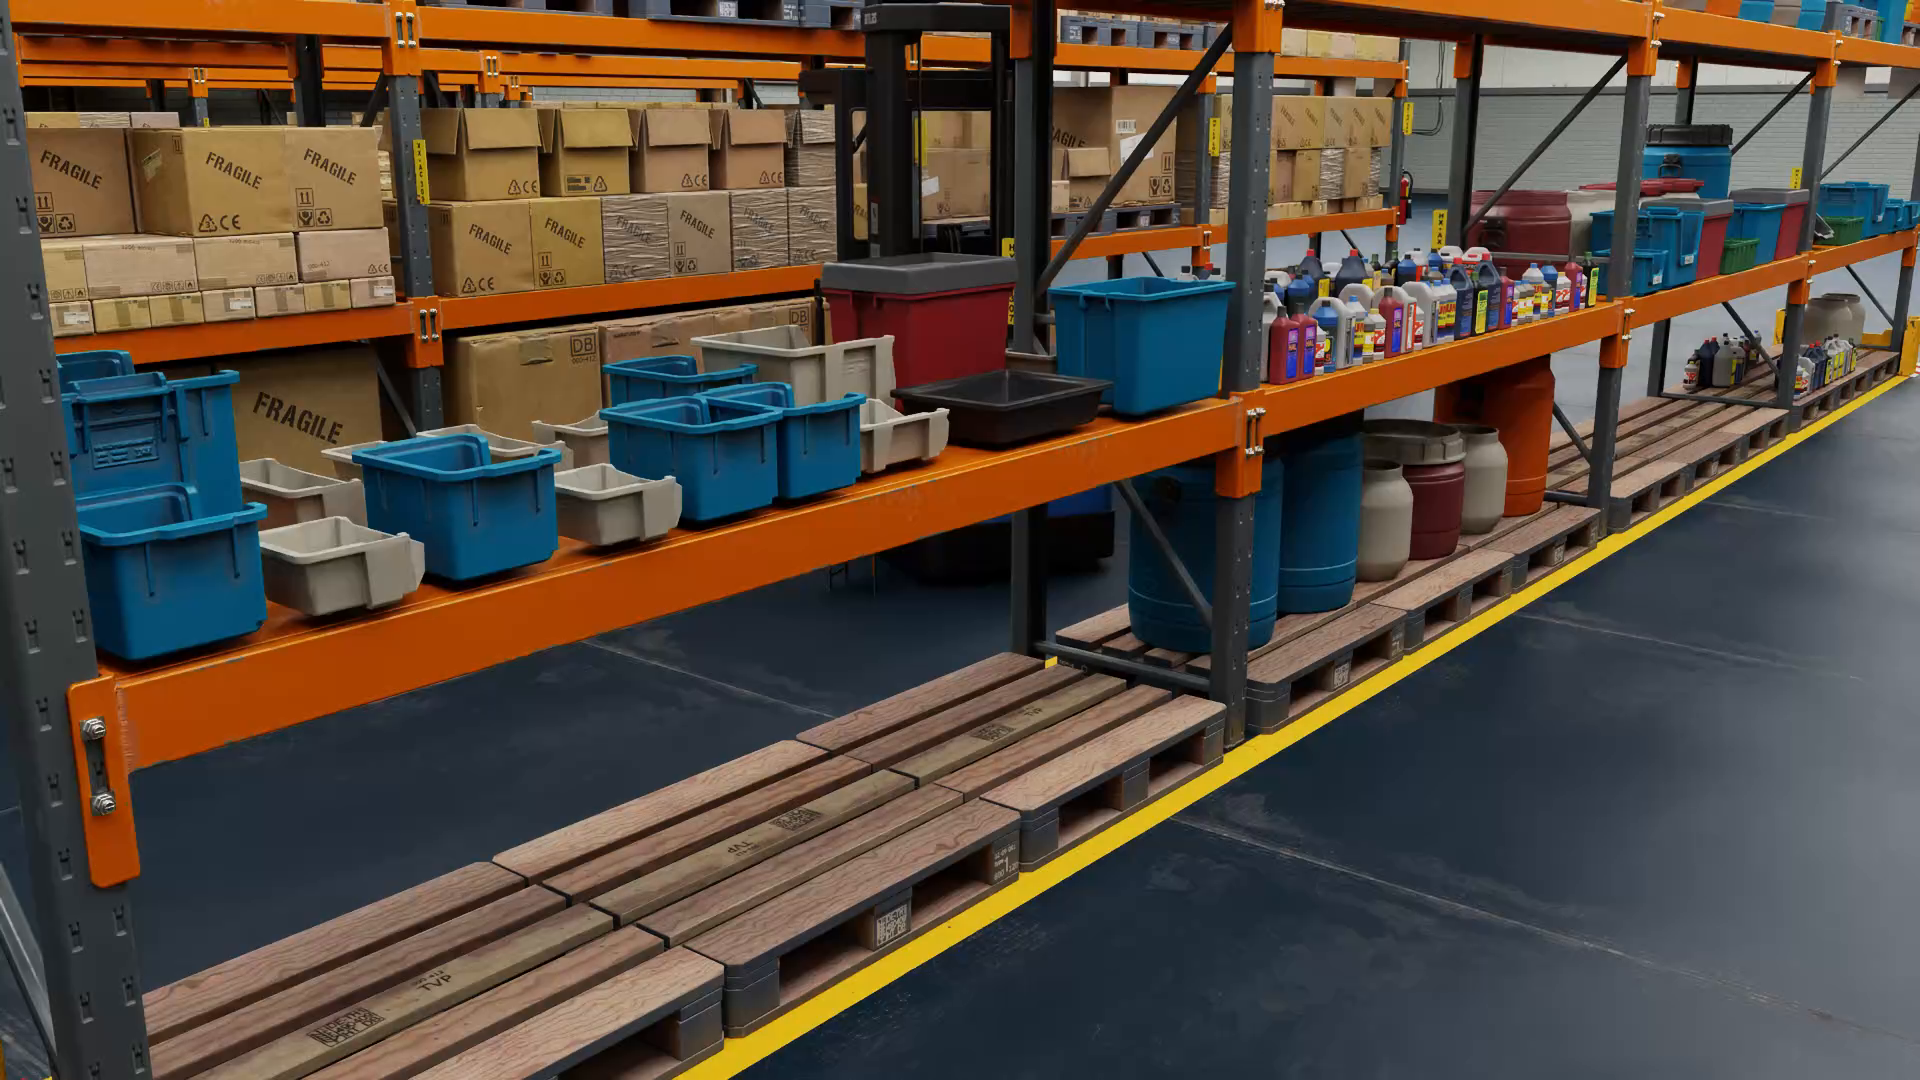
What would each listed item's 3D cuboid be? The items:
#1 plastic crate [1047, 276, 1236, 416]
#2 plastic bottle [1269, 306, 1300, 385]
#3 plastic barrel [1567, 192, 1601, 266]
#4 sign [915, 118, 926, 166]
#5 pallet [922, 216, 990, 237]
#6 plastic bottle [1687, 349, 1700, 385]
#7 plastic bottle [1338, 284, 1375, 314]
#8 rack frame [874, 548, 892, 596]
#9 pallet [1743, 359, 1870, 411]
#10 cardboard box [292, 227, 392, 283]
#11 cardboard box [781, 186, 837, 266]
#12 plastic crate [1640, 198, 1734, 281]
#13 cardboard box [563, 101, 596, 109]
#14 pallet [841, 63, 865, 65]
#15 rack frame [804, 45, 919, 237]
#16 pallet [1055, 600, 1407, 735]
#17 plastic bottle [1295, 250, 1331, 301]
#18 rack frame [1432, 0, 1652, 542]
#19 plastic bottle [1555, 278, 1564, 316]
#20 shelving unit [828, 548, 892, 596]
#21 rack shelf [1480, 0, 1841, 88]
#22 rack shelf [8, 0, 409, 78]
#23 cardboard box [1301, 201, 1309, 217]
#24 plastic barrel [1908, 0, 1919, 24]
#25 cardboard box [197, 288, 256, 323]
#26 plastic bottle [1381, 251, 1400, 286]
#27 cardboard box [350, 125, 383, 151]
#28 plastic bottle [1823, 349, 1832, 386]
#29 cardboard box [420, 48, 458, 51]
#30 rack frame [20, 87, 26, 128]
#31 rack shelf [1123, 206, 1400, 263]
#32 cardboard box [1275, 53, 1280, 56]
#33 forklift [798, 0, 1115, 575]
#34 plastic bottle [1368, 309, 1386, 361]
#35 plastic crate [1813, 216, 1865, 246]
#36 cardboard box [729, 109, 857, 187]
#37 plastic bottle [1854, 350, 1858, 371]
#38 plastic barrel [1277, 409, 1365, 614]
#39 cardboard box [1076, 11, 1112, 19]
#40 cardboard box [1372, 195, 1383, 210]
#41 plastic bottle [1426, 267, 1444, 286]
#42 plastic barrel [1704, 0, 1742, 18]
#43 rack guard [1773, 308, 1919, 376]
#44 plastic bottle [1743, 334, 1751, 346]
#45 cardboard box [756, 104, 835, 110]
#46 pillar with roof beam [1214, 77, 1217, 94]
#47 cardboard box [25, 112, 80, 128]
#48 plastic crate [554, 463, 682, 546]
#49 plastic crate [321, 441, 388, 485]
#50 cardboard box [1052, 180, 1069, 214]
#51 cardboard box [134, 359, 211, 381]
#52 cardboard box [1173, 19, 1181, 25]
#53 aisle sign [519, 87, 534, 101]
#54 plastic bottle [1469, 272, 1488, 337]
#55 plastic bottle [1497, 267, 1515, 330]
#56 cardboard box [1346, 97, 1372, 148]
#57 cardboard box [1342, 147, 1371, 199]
[{"bbox_3d":[0.599,-0.647,5.490,0.392,0.384,0.575,11,18,38],"label":"plastic crate"},{"bbox_3d":[1.190,-0.716,6.086,0.061,0.283,0.133,11,18,38],"label":"plastic bottle"},{"bbox_3d":[3.622,-1.819,9.962,0.421,0.512,0.421,0,14,0],"label":"plastic barrel"},{"bbox_3d":[-0.277,-2.777,11.610,0.100,0.325,0.005,11,18,38],"label":"sign"},{"bbox_3d":[-0.346,-2.361,12.714,1.213,0.211,1.003,11,18,38],"label":"pallet"},{"bbox_3d":[5.701,-1.340,12.930,0.061,0.283,0.133,12,19,40],"label":"plastic bottle"},{"bbox_3d":[1.678,-0.939,6.978,0.152,0.276,0.135,11,18,38],"label":"plastic bottle"},{"bbox_3d":[-0.376,-0.259,8.012,0.008,1.050,0.200,6,15,21],"label":"rack frame"},{"bbox_3d":[6.877,-1.306,13.834,1.003,0.211,1.213,11,18,38],"label":"pallet"},{"bbox_3d":[-3.298,-1.481,8.561,0.500,0.250,0.500,11,18,37],"label":"cardboard box"},{"bbox_3d":[-1.146,-2.122,11.180,0.500,0.500,0.500,11,18,37],"label":"cardboard box"},{"bbox_3d":[4.395,-1.827,10.095,0.402,0.464,0.583,11,18,38],"label":"plastic crate"},{"bbox_3d":[-5.122,-5.423,21.539,0.700,0.500,0.500,11,18,38],"label":"cardboard box"},{"bbox_3d":[-0.702,-5.652,19.368,1.003,0.211,1.213,11,18,38],"label":"pallet"},{"bbox_3d":[-0.711,-2.301,12.088,1.000,3.000,0.127,11,18,38],"label":"rack frame"},{"bbox_3d":[1.145,0.442,6.955,1.003,0.211,1.213,11,18,38],"label":"pallet"},{"bbox_3d":[1.643,-1.182,7.784,0.144,0.351,0.185,11,18,38],"label":"plastic bottle"},{"bbox_3d":[3.142,-1.534,9.071,1.000,3.000,0.127,11,18,38],"label":"rack frame"},{"bbox_3d":[2.926,-1.212,8.207,0.097,0.201,0.097,0,14,0],"label":"plastic bottle"},{"bbox_3d":[-0.489,-0.271,8.056,0.252,1.050,0.215,6,15,21],"label":"shelving unit"},{"bbox_3d":[4.399,-3.023,10.298,1.077,0.370,4.000,11,18,38],"label":"rack shelf"},{"bbox_3d":[-4.482,-2.257,7.284,1.077,0.370,4.000,11,18,38],"label":"rack shelf"},{"bbox_3d":[3.226,-3.284,16.468,0.380,0.149,0.250,11,18,38],"label":"cardboard box"},{"bbox_3d":[7.963,-4.819,14.184,0.600,0.830,0.708,11,18,38],"label":"plastic barrel"},{"bbox_3d":[-3.646,-1.156,8.092,0.380,0.149,0.250,12,18,39],"label":"cardboard box"},{"bbox_3d":[2.208,-1.338,8.534,0.061,0.283,0.133,11,18,38],"label":"plastic bottle"},{"bbox_3d":[-6.985,-4.579,19.396,0.500,0.500,0.500,10,18,35],"label":"cardboard box"},{"bbox_3d":[6.741,-1.349,12.963,0.061,0.283,0.133,12,19,40],"label":"plastic bottle"},{"bbox_3d":[-4.666,-4.441,14.218,0.500,0.500,0.500,11,18,38],"label":"cardboard box"},{"bbox_3d":[-7.019,-2.322,12.170,1.000,3.000,0.127,11,18,38],"label":"rack frame"},{"bbox_3d":[3.060,-3.101,16.700,1.077,0.370,4.000,11,18,38],"label":"rack shelf"},{"bbox_3d":[2.614,-4.597,15.338,0.500,0.250,0.500,11,18,37],"label":"cardboard box"},{"bbox_3d":[-0.237,-1.563,9.321,1.130,2.935,3.031,-6,15,-22],"label":"forklift"},{"bbox_3d":[1.661,-0.827,6.690,0.097,0.201,0.097,0,14,0],"label":"plastic bottle"},{"bbox_3d":[6.728,-2.414,12.964,0.450,0.188,0.662,11,18,38],"label":"plastic crate"},{"bbox_3d":[-1.183,-2.698,11.411,0.797,0.503,0.637,12,19,39],"label":"cardboard box"},{"bbox_3d":[7.356,-1.504,13.740,0.097,0.201,0.097,0,14,0],"label":"plastic bottle"},{"bbox_3d":[1.428,-0.192,7.195,0.600,0.901,0.708,11,18,38],"label":"plastic barrel"},{"bbox_3d":[0.839,-4.519,13.665,0.797,0.503,0.637,12,19,40],"label":"cardboard box"},{"bbox_3d":[4.299,-3.625,17.809,0.380,0.149,0.250,11,18,38],"label":"cardboard box"},{"bbox_3d":[2.436,-1.301,8.555,0.097,0.201,0.097,0,14,0],"label":"plastic bottle"},{"bbox_3d":[4.238,-3.445,9.628,0.600,0.830,0.708,11,18,38],"label":"plastic barrel"},{"bbox_3d":[8.158,-1.833,15.323,1.175,0.500,0.348,11,18,38],"label":"rack guard"},{"bbox_3d":[6.572,-1.593,13.948,0.097,0.271,0.097,0,14,0],"label":"plastic bottle"},{"bbox_3d":[-1.733,-4.515,18.307,0.875,0.550,0.550,11,18,38],"label":"cardboard box"},{"bbox_3d":[10.040,-12.978,41.932,9.100,9.000,0.400,11,18,38],"label":"pillar with roof beam"},{"bbox_3d":[-9.174,-4.034,16.678,0.500,0.500,0.500,11,18,38],"label":"cardboard box"},{"bbox_3d":[-0.783,-0.078,3.753,0.250,0.136,0.298,11,18,38],"label":"plastic crate"},{"bbox_3d":[-1.321,-0.141,4.000,0.396,0.136,0.243,11,18,38],"label":"plastic crate"},{"bbox_3d":[0.521,-2.717,13.178,0.500,0.250,0.500,11,18,36],"label":"cardboard box"},{"bbox_3d":[-4.268,-0.422,8.155,0.875,0.875,0.875,11,18,38],"label":"cardboard box"},{"bbox_3d":[1.783,-4.748,15.124,0.380,0.149,0.250,12,19,39],"label":"cardboard box"},{"bbox_3d":[-6.984,-7.361,26.727,0.394,0.787,0.004,11,18,38],"label":"aisle sign"},{"bbox_3d":[2.301,-1.054,7.419,0.061,0.283,0.133,11,18,38],"label":"plastic bottle"},{"bbox_3d":[2.501,-1.115,7.659,0.061,0.283,0.133,11,18,38],"label":"plastic bottle"},{"bbox_3d":[3.854,-4.270,17.001,0.500,0.500,0.500,11,18,38],"label":"cardboard box"},{"bbox_3d":[3.729,-3.810,17.222,0.875,0.500,0.500,11,18,38],"label":"cardboard box"}]
